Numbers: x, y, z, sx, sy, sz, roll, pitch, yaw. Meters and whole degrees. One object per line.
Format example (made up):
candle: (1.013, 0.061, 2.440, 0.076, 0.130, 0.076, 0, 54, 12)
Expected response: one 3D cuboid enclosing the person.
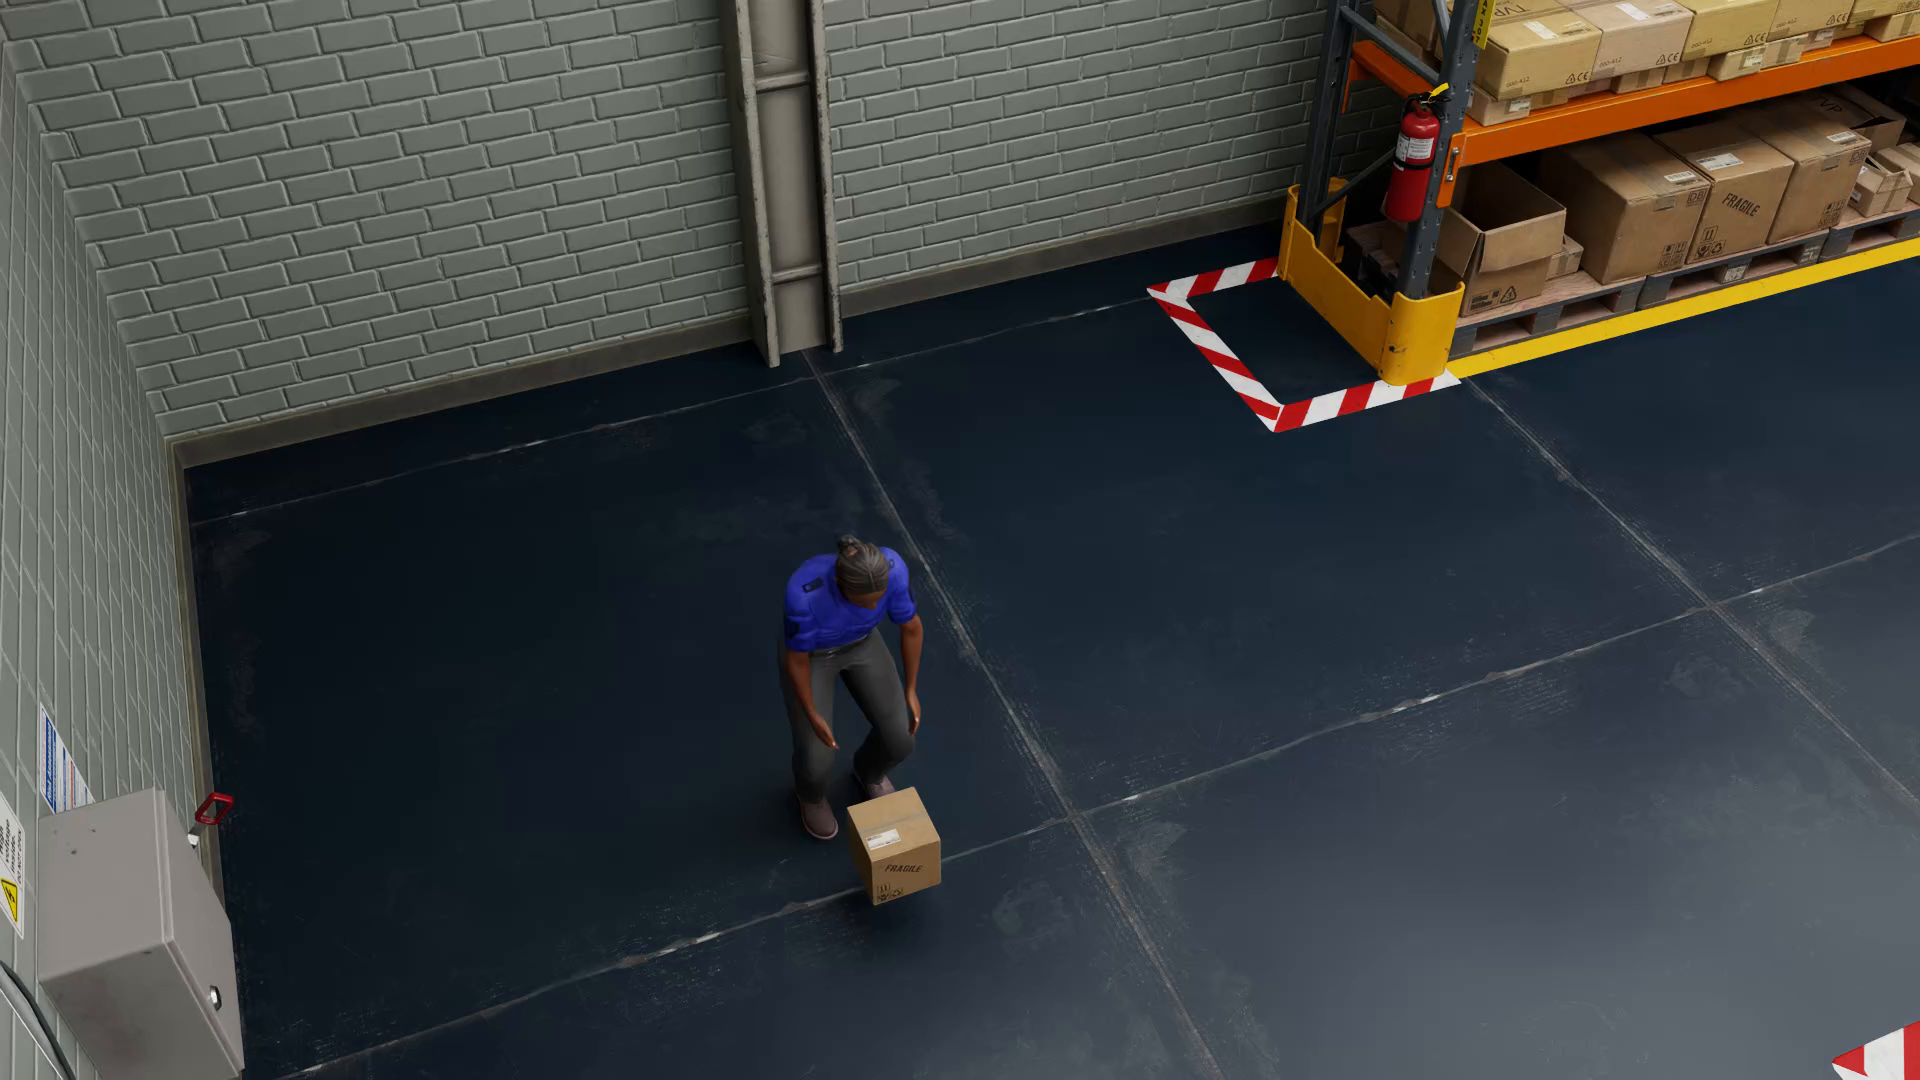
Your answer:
person: (-0.379, 0.465, 5.802, 0.490, 1.465, 0.556, -15, 44, -16)
